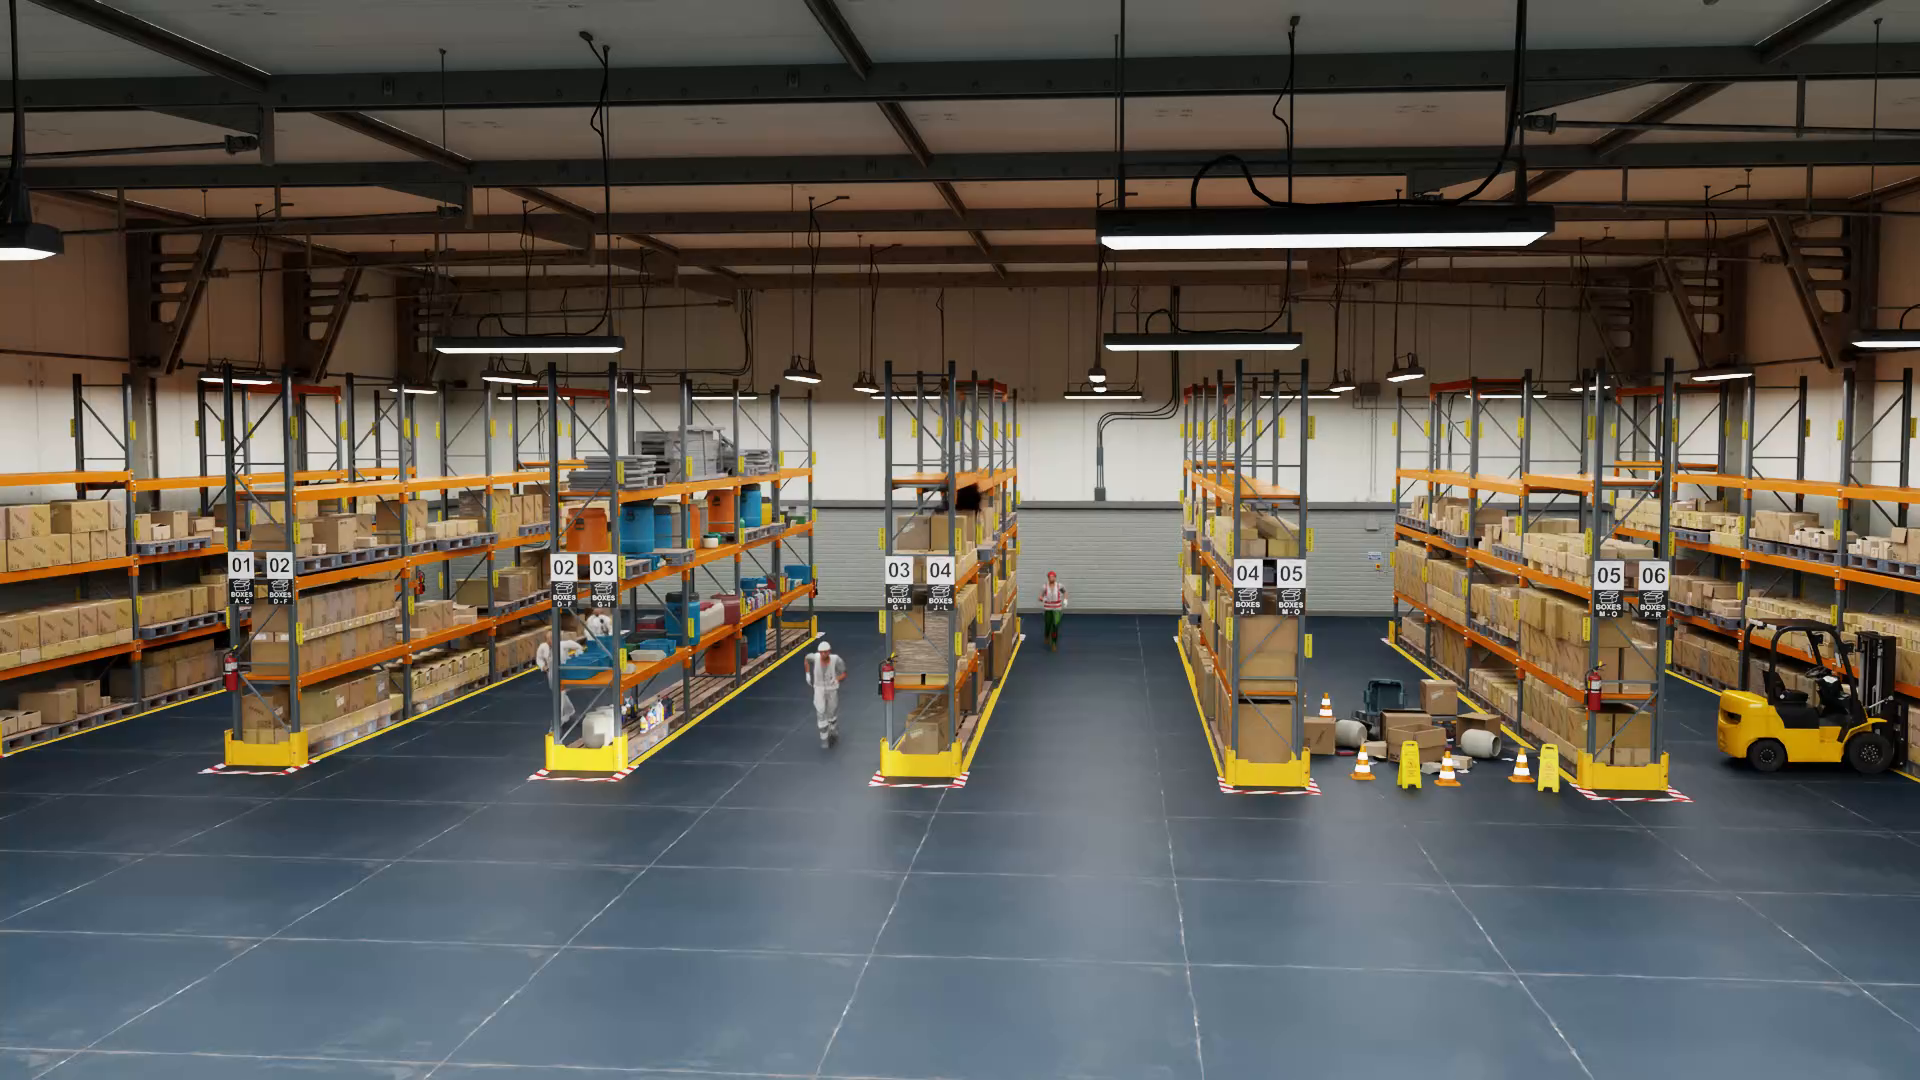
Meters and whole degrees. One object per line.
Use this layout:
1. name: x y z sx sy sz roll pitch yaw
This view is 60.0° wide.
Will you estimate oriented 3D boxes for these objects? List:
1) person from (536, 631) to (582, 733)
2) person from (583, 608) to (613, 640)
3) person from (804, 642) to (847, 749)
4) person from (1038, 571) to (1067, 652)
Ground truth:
1. person: -6.670 2.348 27.865 0.748 1.758 1.063 1 4 8
2. person: -7.133 2.029 32.816 0.616 1.659 0.554 0 4 4
3. person: -2.128 2.436 26.551 0.706 1.732 1.054 0 4 4
4. person: 2.116 1.603 38.027 0.671 1.799 1.002 0 4 5
